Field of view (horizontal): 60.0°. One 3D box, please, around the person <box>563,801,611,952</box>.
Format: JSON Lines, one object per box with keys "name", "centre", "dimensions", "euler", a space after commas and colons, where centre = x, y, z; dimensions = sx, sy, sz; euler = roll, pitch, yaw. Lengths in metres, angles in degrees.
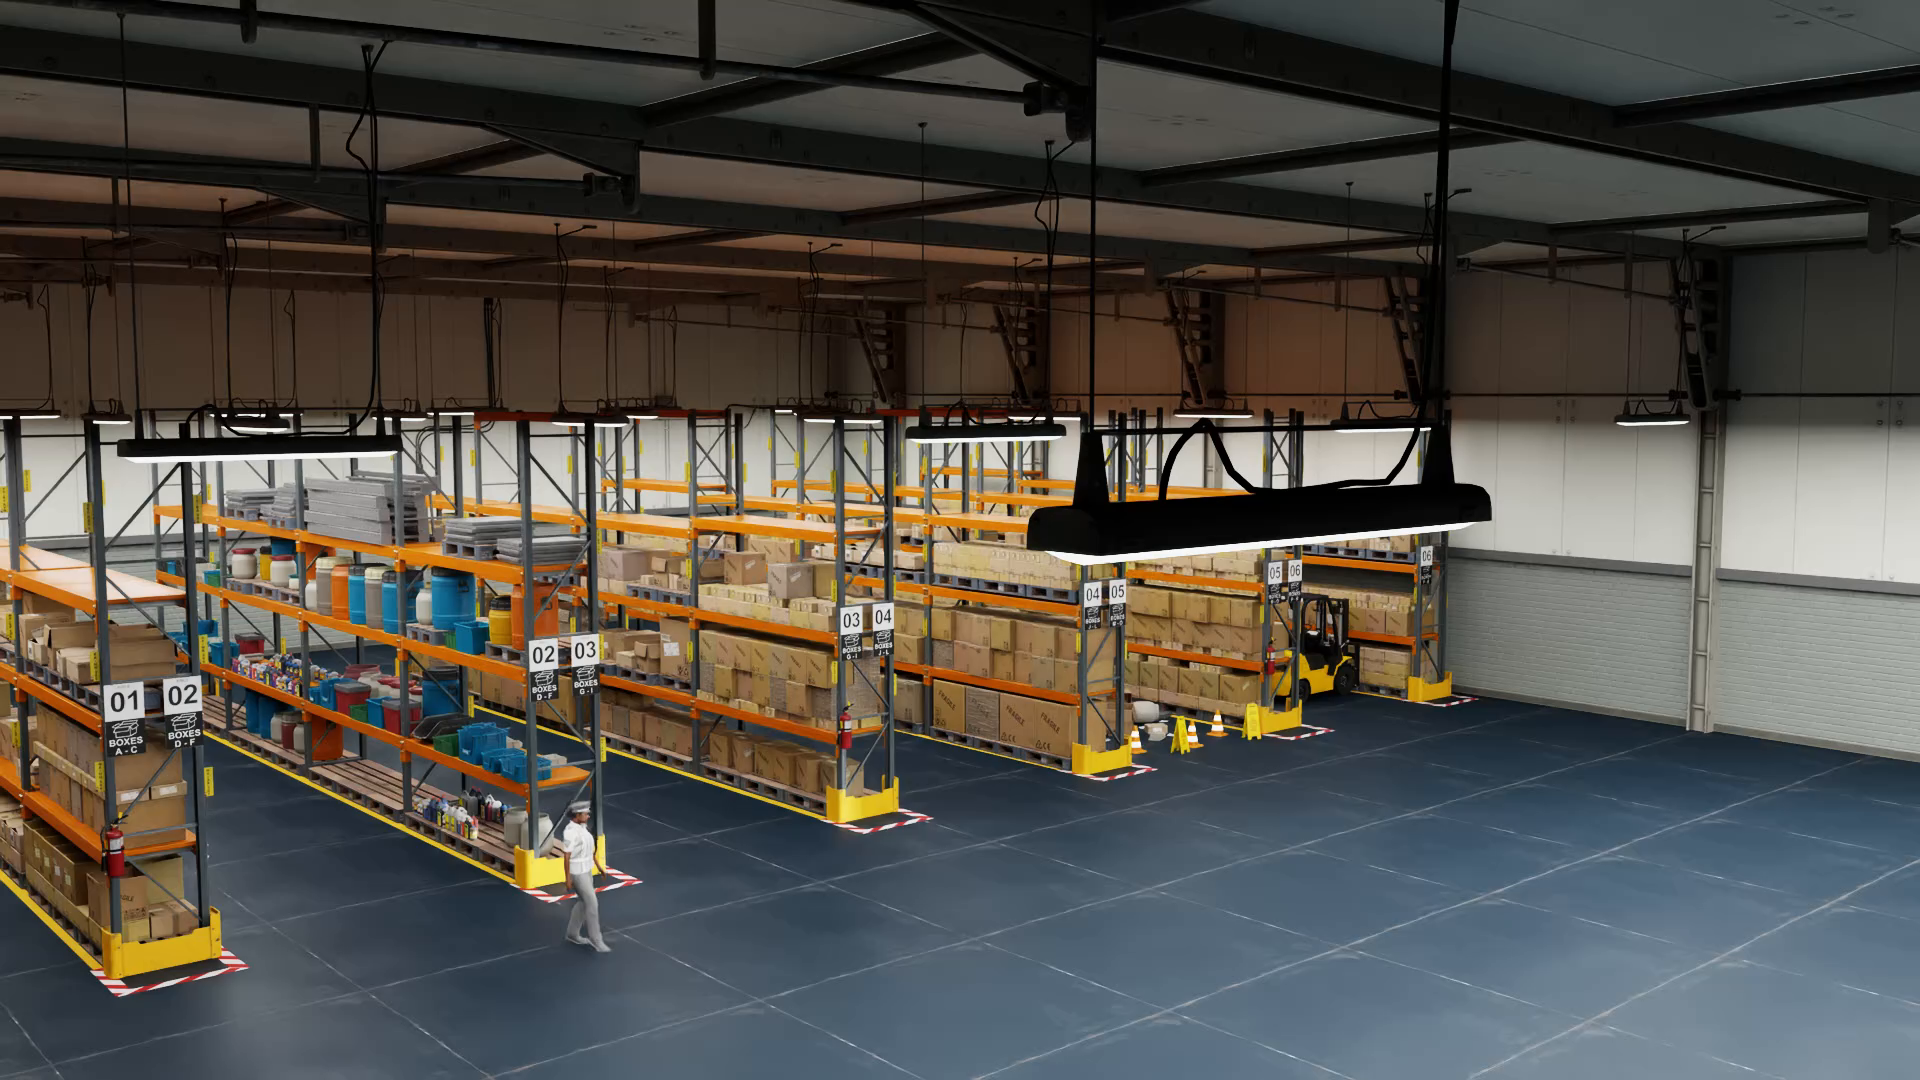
{"name": "person", "centre": [-4.260, 3.844, 19.056], "dimensions": [0.622, 1.694, 0.471], "euler": [1, 5, 8]}
